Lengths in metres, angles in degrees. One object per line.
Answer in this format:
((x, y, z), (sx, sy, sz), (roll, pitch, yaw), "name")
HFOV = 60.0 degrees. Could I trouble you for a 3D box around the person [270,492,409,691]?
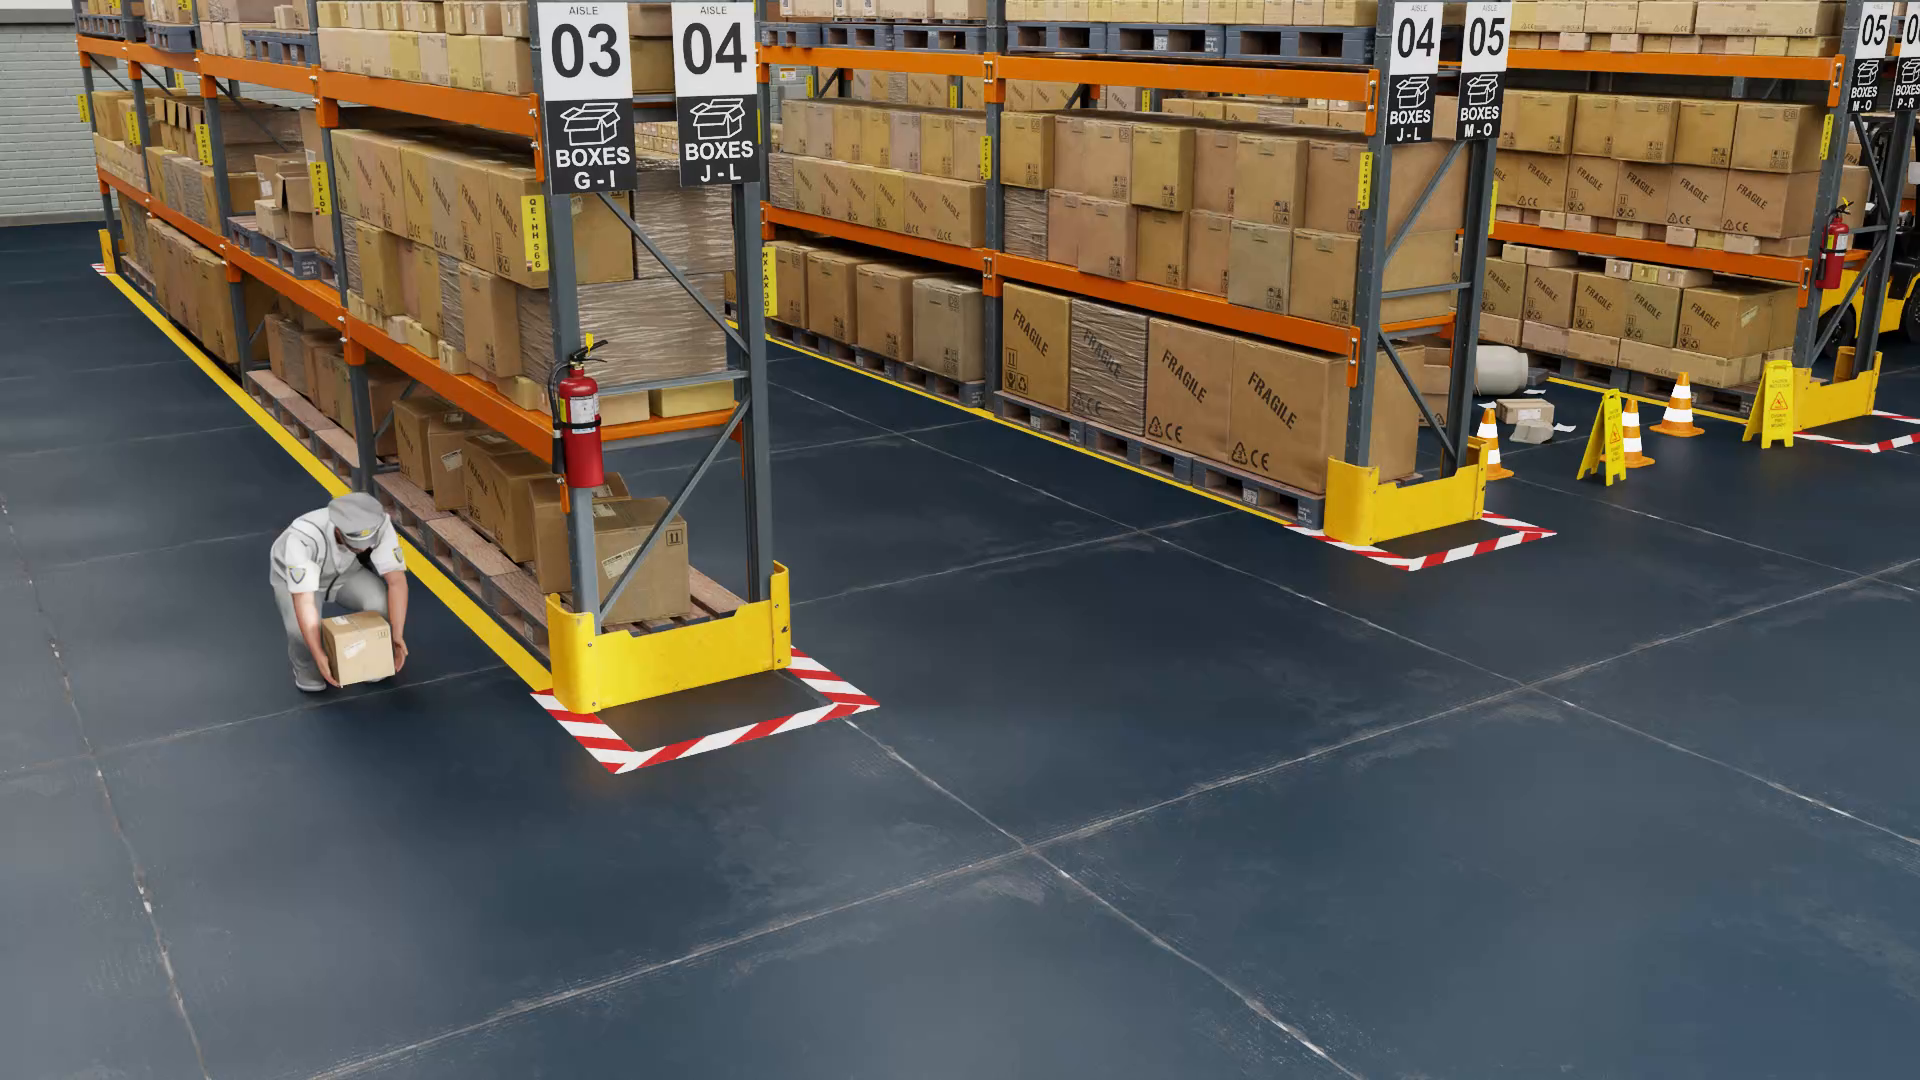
((-3.001, 0.217, 8.043), (0.565, 1.038, 0.916), (-12, 21, -32), "person")
